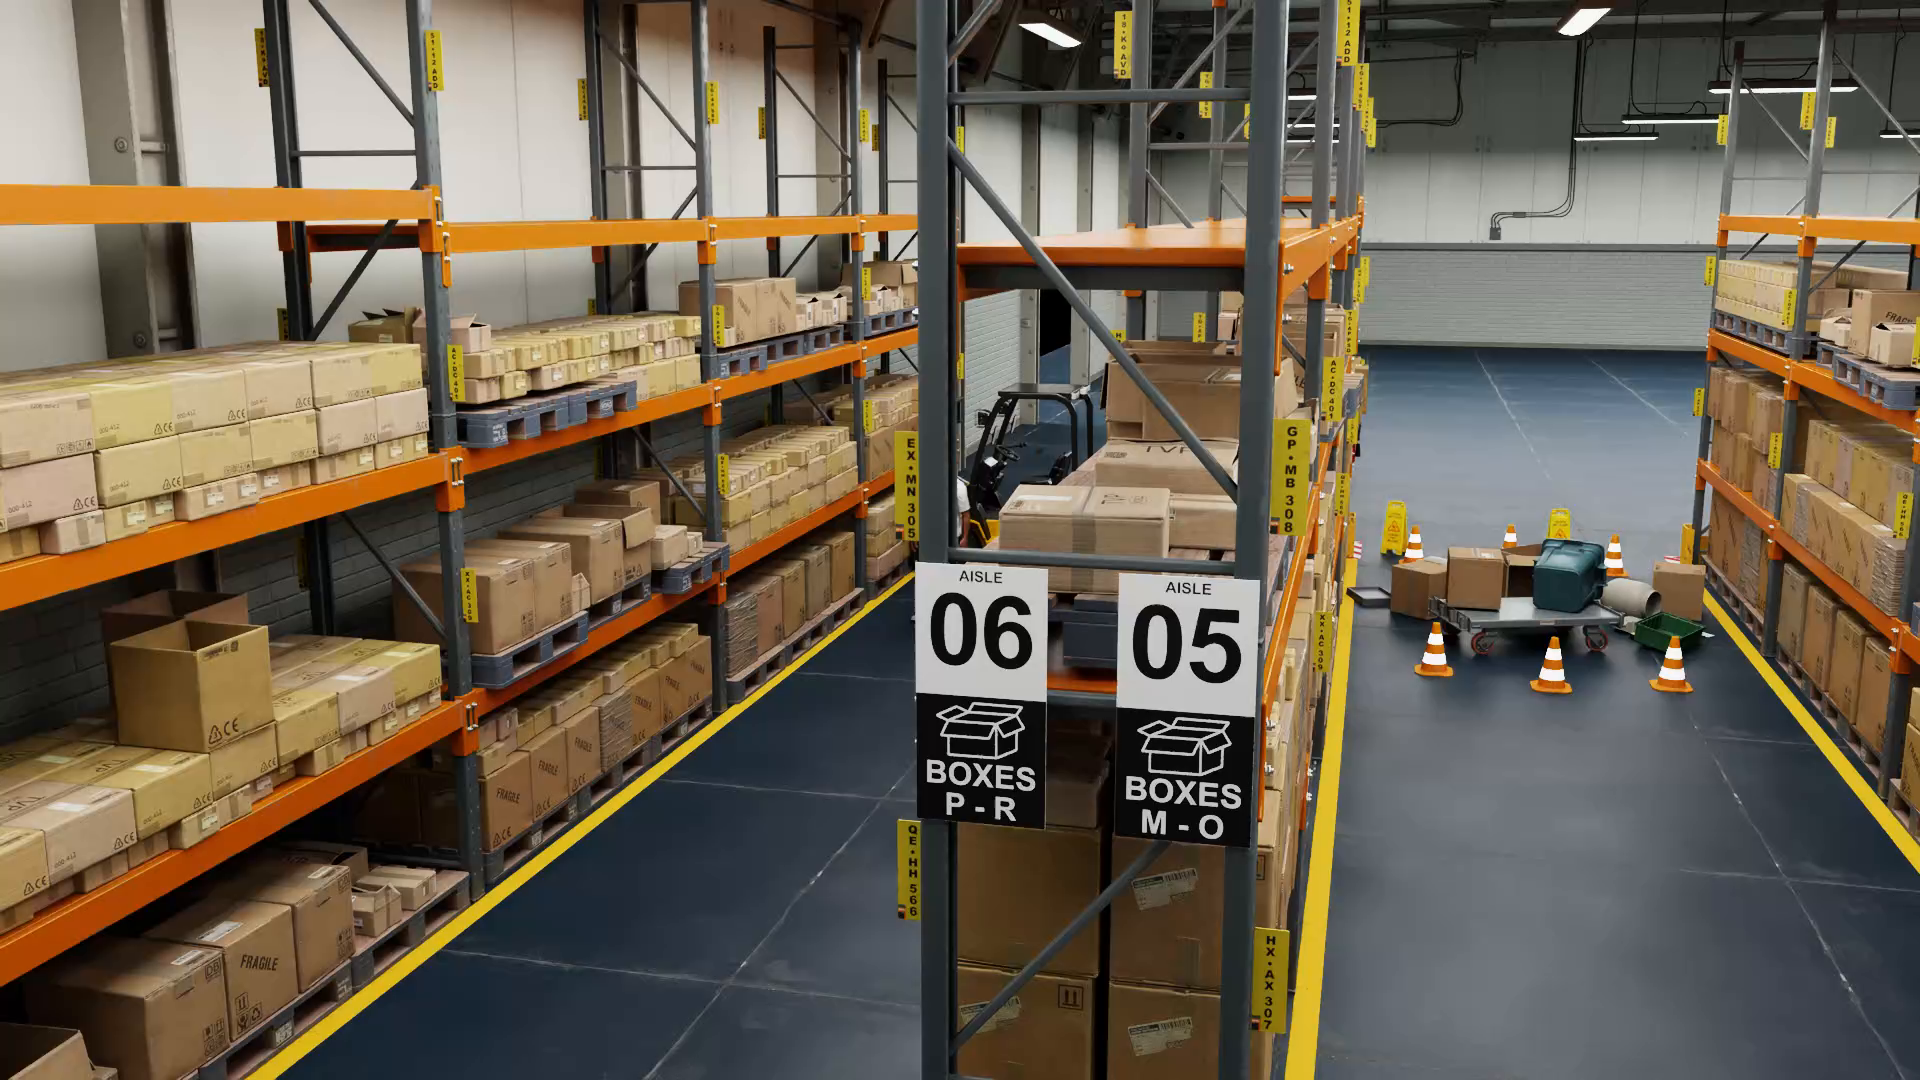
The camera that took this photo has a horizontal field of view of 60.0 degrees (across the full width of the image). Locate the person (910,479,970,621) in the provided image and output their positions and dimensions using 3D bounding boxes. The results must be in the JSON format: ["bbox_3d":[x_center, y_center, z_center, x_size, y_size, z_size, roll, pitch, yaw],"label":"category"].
[{"bbox_3d":[-0.216,-0.029,17.045,0.626,1.759,0.461,3,12,15],"label":"person"}]
